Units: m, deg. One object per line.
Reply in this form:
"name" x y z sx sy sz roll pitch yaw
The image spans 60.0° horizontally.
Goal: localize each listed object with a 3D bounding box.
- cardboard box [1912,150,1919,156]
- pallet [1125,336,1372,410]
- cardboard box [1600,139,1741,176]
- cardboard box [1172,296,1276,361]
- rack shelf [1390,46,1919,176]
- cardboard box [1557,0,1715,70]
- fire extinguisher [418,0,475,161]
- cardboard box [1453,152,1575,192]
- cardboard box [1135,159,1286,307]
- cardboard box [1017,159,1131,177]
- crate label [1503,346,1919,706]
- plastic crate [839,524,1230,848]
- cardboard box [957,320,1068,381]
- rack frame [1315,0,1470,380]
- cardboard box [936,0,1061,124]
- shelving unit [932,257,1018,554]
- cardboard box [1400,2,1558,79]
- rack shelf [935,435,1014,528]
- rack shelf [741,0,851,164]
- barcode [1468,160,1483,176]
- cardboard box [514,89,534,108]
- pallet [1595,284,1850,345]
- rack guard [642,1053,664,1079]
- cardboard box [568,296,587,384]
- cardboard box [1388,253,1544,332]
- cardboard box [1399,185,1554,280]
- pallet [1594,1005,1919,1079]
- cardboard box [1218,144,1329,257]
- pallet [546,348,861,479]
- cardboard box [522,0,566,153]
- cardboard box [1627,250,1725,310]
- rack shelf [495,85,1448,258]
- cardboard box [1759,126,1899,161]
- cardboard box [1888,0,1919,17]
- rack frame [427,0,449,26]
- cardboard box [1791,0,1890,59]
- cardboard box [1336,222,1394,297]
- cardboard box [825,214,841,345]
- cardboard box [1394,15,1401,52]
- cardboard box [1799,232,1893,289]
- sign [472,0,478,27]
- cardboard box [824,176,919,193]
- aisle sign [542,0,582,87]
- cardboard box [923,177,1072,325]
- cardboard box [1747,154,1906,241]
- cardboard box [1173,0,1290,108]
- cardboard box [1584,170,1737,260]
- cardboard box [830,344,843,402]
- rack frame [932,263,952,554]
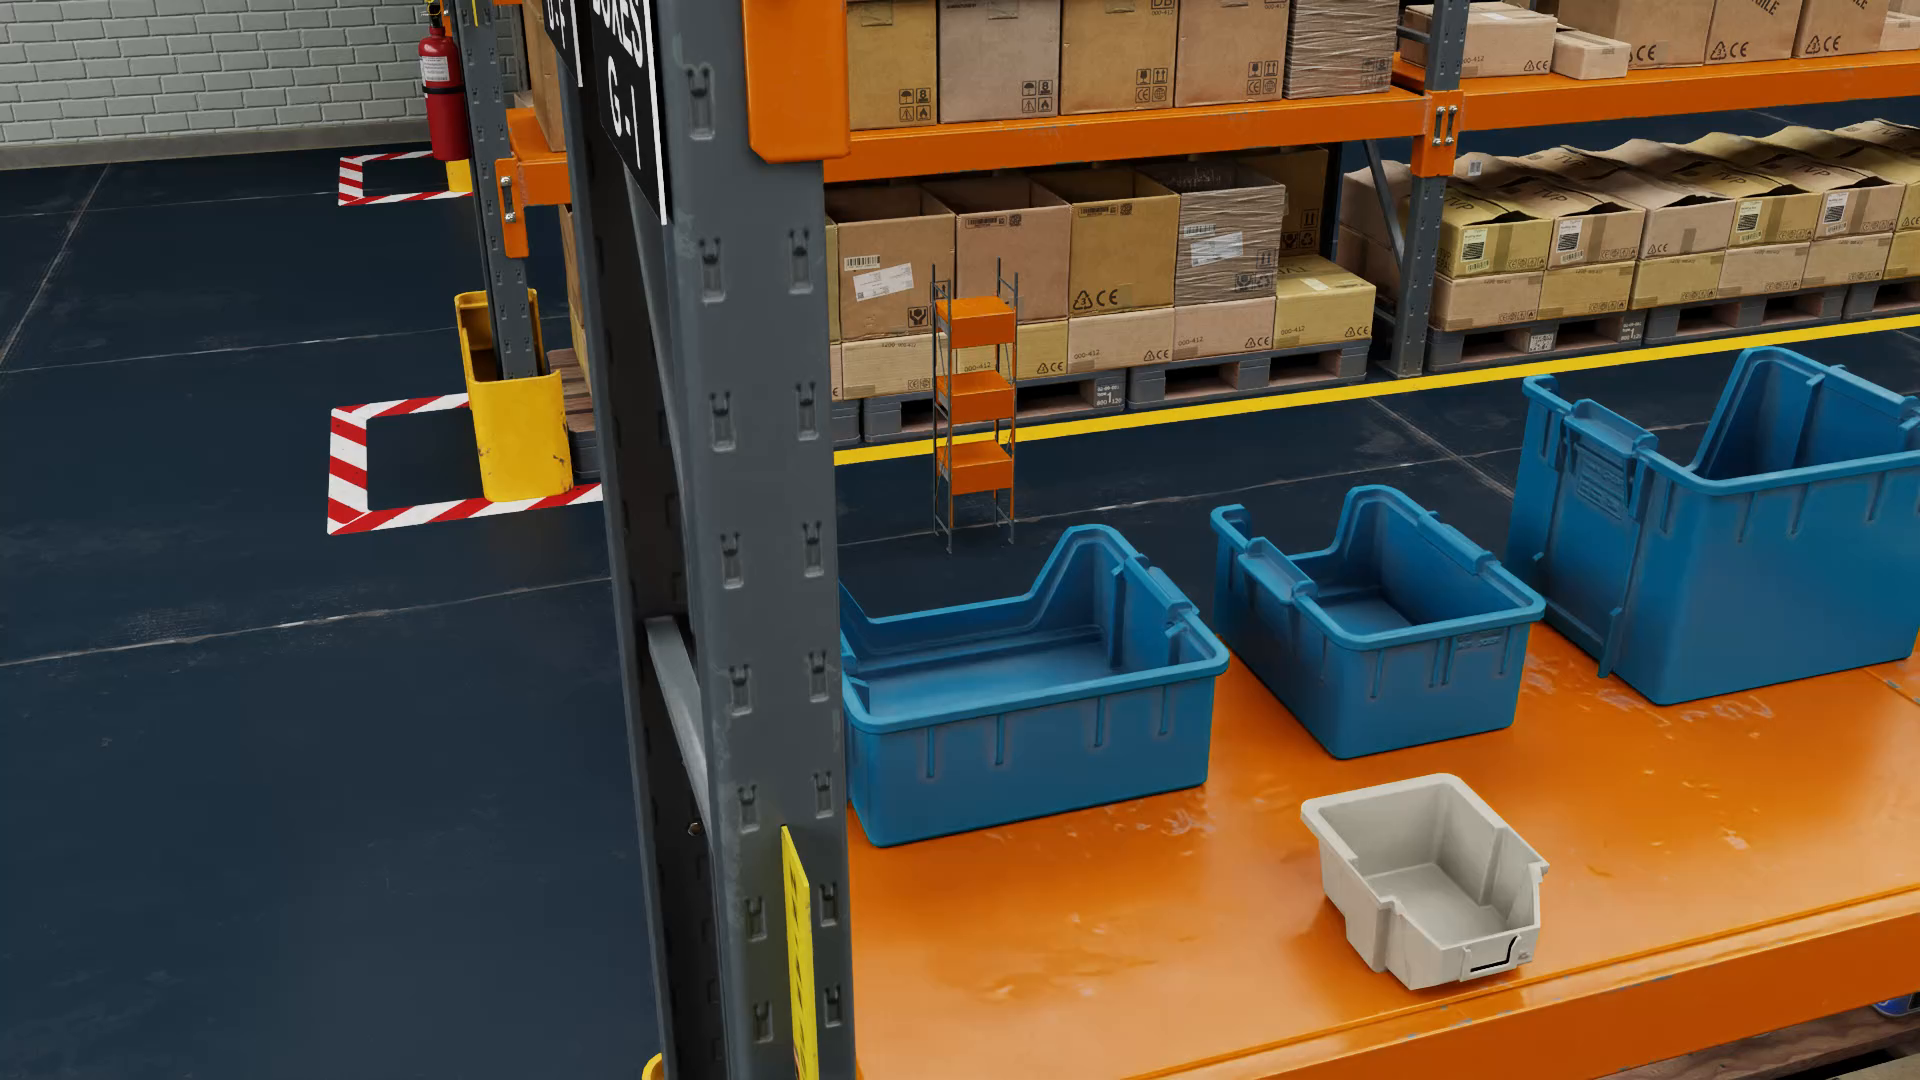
"cardboard box" 5.330 -1.891 8.674 0.500 0.311 0.500 -8 27 -15
"pallet" 1.179 -0.968 7.961 1.213 0.211 1.003 -8 28 -16
"cardboard box" 3.692 -1.903 8.698 0.500 0.311 0.500 -9 28 -17
"cardboard box" 1.097 -1.044 7.599 0.500 0.250 0.500 -8 28 -16
"rack shelf" 3.850 -2.261 8.241 4.000 0.370 1.077 -8 28 -16
"cardboard box" 3.185 -2.524 7.849 0.500 0.500 0.500 -6 27 -12
"fire extinguisher" -2.111 -1.903 6.797 0.183 0.674 0.296 -8 28 -16
"cardboard box" 2.737 -1.767 8.426 0.500 0.311 0.500 -7 27 -15
"cardboard box" 1.096 -1.380 7.434 0.500 0.500 0.500 -8 28 -16
"cardboard box" 0.460 -1.531 7.738 0.500 0.500 0.500 -8 28 -16
"crate label" 1.342 -0.046 2.930 0.616 0.435 0.502 -8 28 -16
"plastic crate" 0.059 0.209 2.624 0.616 0.251 0.499 -8 28 -16
"cardboard box" 0.151 -0.900 7.309 0.500 0.250 0.500 -8 28 -16
"rack frame" 1.948 -2.308 7.526 0.127 3.000 1.000 -8 28 -16
"cardboard box" 0.064 -2.075 6.945 0.500 0.500 0.700 -7 27 -15
"shelving unit" 0.051 -0.478 6.031 0.252 1.050 0.215 -8 28 -16
"cardboard box" 2.403 -2.327 7.733 0.500 0.250 0.500 -7 27 -13
"rack shelf" 0.051 -0.219 6.160 0.240 0.259 0.215 -8 28 -16
"rack shelf" 1.577 -0.959 2.245 4.000 0.370 1.077 -8 28 -16
"barcode" 2.320 -1.675 7.487 0.075 0.075 0.001 -8 28 -16
"cardboard box" -2.707 -2.901 11.250 0.500 0.311 0.500 -12 29 -22
"pallet" 3.799 -1.347 8.726 1.213 0.211 1.003 -8 28 -16
"rack guard" -0.267 1.427 2.814 0.348 0.500 1.175 -8 28 -16
"cardboard box" -1.437 -0.913 7.335 0.500 0.250 0.500 -8 28 -16
"cardboard box" 2.409 -1.216 7.945 0.500 0.250 0.500 -9 28 -17
"cardboard box" 2.418 -1.468 7.822 0.500 0.311 0.500 -8 28 -16
"pallet" 1.665 1.280 3.434 1.213 0.211 1.003 -8 28 -16
"cardboard box" 1.410 -1.669 8.016 0.500 0.500 0.500 -8 28 -16
"pallet" -1.141 -0.632 7.285 1.213 0.211 1.003 -8 28 -16
"cardboard box" -1.407 -1.861 6.513 0.500 0.500 0.700 -8 28 -16
"cardboard box" 3.387 -1.358 8.232 0.500 0.250 0.500 -9 28 -18
"rack shelf" 0.047 -1.711 7.131 4.000 0.370 1.077 -8 28 -16
"cardboard box" 4.666 -2.043 8.981 0.500 0.311 0.500 -9 28 -17
"cardboard box" 4.841 -2.778 8.572 0.500 0.311 0.500 -9 28 -17
"rack frame" -3.393 -3.851 10.635 0.127 3.000 1.000 -8 28 -16
"cardboard box" 4.161 -2.666 8.134 0.500 0.500 0.500 -10 28 -19
"cardboard box" 2.253 -1.444 8.406 0.500 0.250 0.500 -9 28 -17
"cardboard box" -0.801 -1.099 6.868 0.500 0.500 0.500 -8 28 -16
"cardboard box" 3.020 -3.888 13.024 0.500 0.500 0.700 -8 28 -16
"cardboard box" 4.359 -1.500 8.517 0.500 0.250 0.500 -8 27 -15
"sign" -1.689 -1.945 5.732 0.005 0.325 0.100 -8 28 -16
"cardboard box" -0.491 -1.393 7.460 0.500 0.500 0.500 -8 28 -16
"aisle sign" -0.485 -0.943 1.852 0.004 0.787 0.394 -8 28 -16
"cardboard box" 0.151 -1.235 7.141 0.500 0.500 0.500 -8 28 -16
"cardboard box" 4.357 -1.748 8.387 0.500 0.311 0.500 -8 28 -16
"cardboard box" 1.029 -2.214 7.224 0.500 0.500 0.700 -9 28 -17
"cardboard box" 3.388 -1.606 8.101 0.500 0.311 0.500 -9 28 -18
"cardboard box" -0.802 -0.764 7.036 0.500 0.250 0.500 -8 28 -16
"rack frame" -0.065 -0.461 5.998 0.008 1.050 0.200 -8 28 -16
